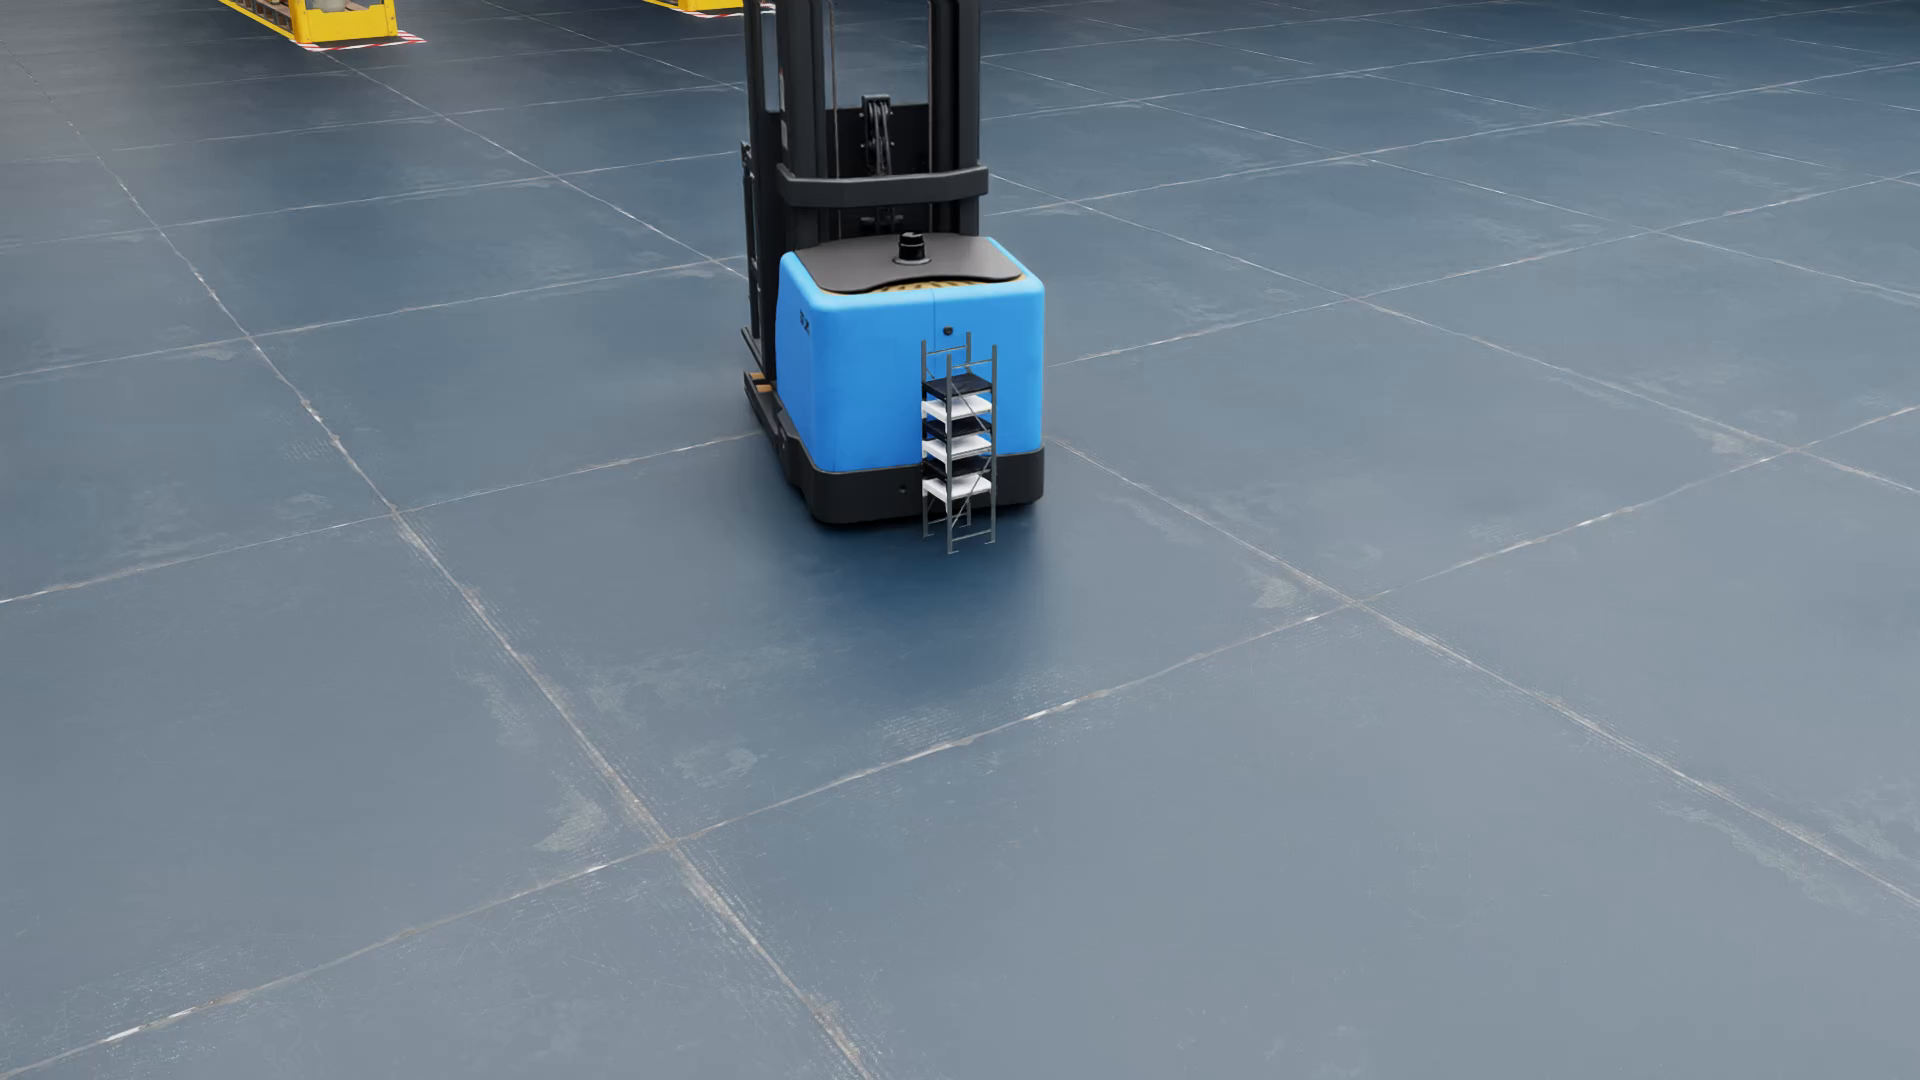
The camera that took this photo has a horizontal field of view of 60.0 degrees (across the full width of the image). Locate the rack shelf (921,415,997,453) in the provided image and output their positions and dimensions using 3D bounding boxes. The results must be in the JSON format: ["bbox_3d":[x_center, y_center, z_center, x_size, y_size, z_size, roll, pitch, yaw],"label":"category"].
[{"bbox_3d":[-0.004,-0.460,7.036,0.258,0.077,0.200,-15,29,-28],"label":"rack shelf"}]

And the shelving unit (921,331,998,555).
[{"bbox_3d":[-0.004,-0.408,7.060,0.258,0.900,0.210,-15,29,-28],"label":"shelving unit"}]

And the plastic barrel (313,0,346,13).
[{"bbox_3d":[-7.771,-6.711,20.376,0.421,0.512,0.421,0,25,0],"label":"plastic barrel"}]

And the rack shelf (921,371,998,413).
[{"bbox_3d":[-0.004,-0.622,6.960,0.258,0.077,0.200,-15,29,-28],"label":"rack shelf"}]

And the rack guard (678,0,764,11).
[{"bbox_3d":[-3.239,-7.480,22.509,1.175,0.500,0.348,-16,29,-30],"label":"rack guard"}]

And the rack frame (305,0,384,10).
[{"bbox_3d":[-7.348,-7.429,19.473,1.000,3.000,0.127,-16,29,-30],"label":"rack frame"}]

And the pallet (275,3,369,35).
[{"bbox_3d":[-7.868,-6.476,20.721,1.003,0.211,1.213,-16,29,-30],"label":"pallet"}]

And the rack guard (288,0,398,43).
[{"bbox_3d":[-7.429,-6.315,20.041,1.175,0.500,0.348,-16,29,-30],"label":"rack guard"}]

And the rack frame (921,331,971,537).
[{"bbox_3d":[-0.057,-0.445,7.139,0.240,0.900,0.006,-15,29,-28],"label":"rack frame"}]

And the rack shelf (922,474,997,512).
[{"bbox_3d":[-0.004,-0.215,7.151,0.258,0.077,0.200,-15,29,-28],"label":"rack shelf"}]

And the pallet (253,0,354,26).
[{"bbox_3d":[-8.530,-6.912,21.644,1.003,0.211,1.213,-16,29,-30],"label":"pallet"}]

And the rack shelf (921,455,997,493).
[{"bbox_3d":[-0.004,-0.297,7.113,0.258,0.077,0.200,-15,29,-28],"label":"rack shelf"}]

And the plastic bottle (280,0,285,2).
[{"bbox_3d":[-8.743,-7.076,21.392,0.061,0.283,0.133,-16,29,-30],"label":"plastic bottle"}]

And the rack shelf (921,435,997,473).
[{"bbox_3d":[-0.004,-0.378,7.075,0.258,0.077,0.200,-15,29,-28],"label":"rack shelf"}]

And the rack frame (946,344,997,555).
[{"bbox_3d":[0.049,-0.371,6.982,0.240,0.900,0.006,-15,29,-28],"label":"rack frame"}]

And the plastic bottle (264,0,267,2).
[{"bbox_3d":[-8.908,-7.097,21.445,0.152,0.276,0.135,-16,30,-31],"label":"plastic bottle"}]

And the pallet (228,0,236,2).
[{"bbox_3d":[-9.993,-7.871,23.675,1.003,0.211,1.213,-16,29,-30],"label":"pallet"}]

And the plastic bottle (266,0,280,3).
[{"bbox_3d":[-8.832,-7.048,21.340,0.152,0.276,0.135,-15,29,-29],"label":"plastic bottle"}]

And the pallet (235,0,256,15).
[{"bbox_3d":[-9.200,-7.349,22.570,1.003,0.211,1.213,-16,29,-30],"label":"pallet"}]

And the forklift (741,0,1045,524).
[{"bbox_3d":[-0.511,-2.002,8.057,1.130,2.935,3.031,-7,26,-14],"label":"forklift"}]

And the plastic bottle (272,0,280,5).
[{"bbox_3d":[-8.718,-6.917,21.152,0.097,0.201,0.097,0,25,0],"label":"plastic bottle"}]

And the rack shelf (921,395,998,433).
[{"bbox_3d":[-0.004,-0.541,6.998,0.258,0.077,0.200,-15,29,-28],"label":"rack shelf"}]

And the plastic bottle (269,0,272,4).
[{"bbox_3d":[-8.797,-6.992,21.214,0.061,0.283,0.133,-15,29,-28],"label":"plastic bottle"}]

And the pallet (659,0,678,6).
[{"bbox_3d":[-3.653,-7.648,23.204,1.003,0.211,1.213,-16,29,-30],"label":"pallet"}]
